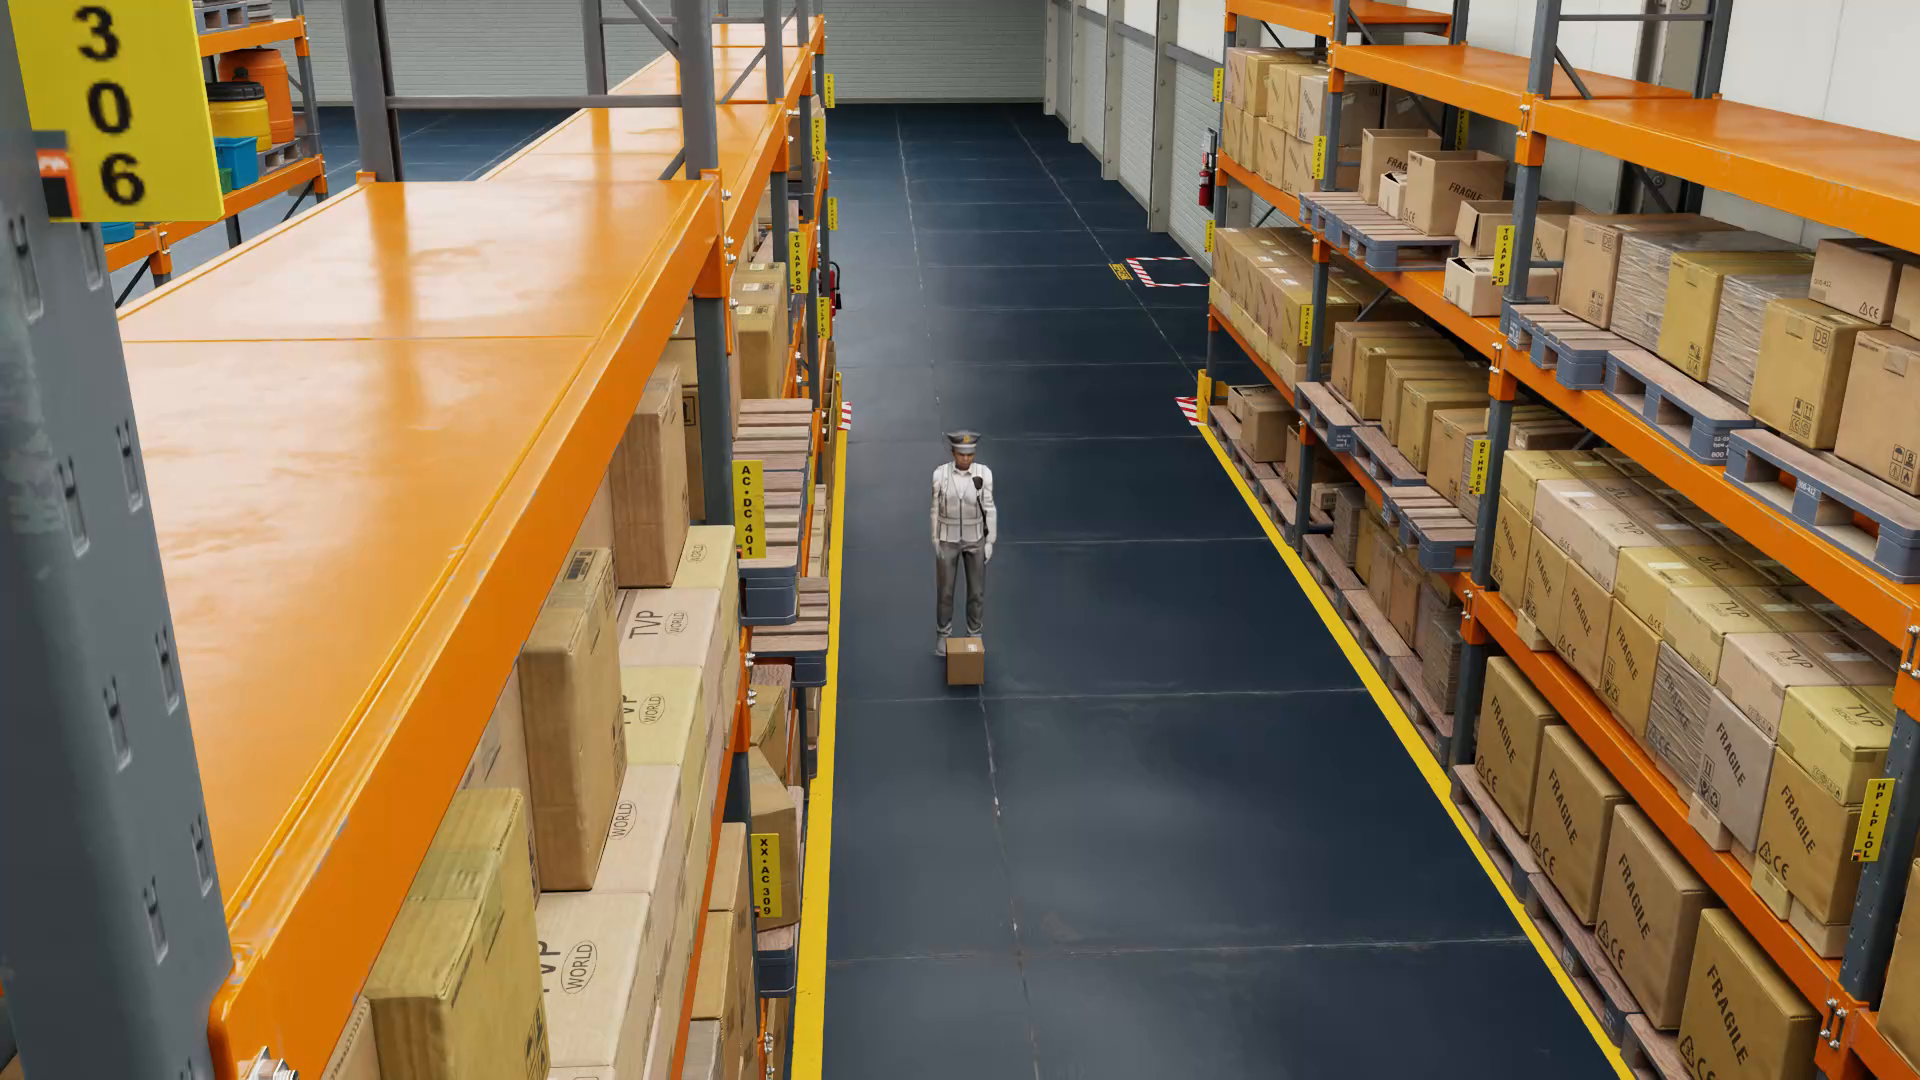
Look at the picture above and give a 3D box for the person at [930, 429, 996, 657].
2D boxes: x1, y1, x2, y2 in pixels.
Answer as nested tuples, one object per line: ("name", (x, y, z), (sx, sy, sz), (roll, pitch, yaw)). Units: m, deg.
("person", (0.025, 0.024, 11.838), (0.468, 1.669, 0.329), (-1, 21, -1))
